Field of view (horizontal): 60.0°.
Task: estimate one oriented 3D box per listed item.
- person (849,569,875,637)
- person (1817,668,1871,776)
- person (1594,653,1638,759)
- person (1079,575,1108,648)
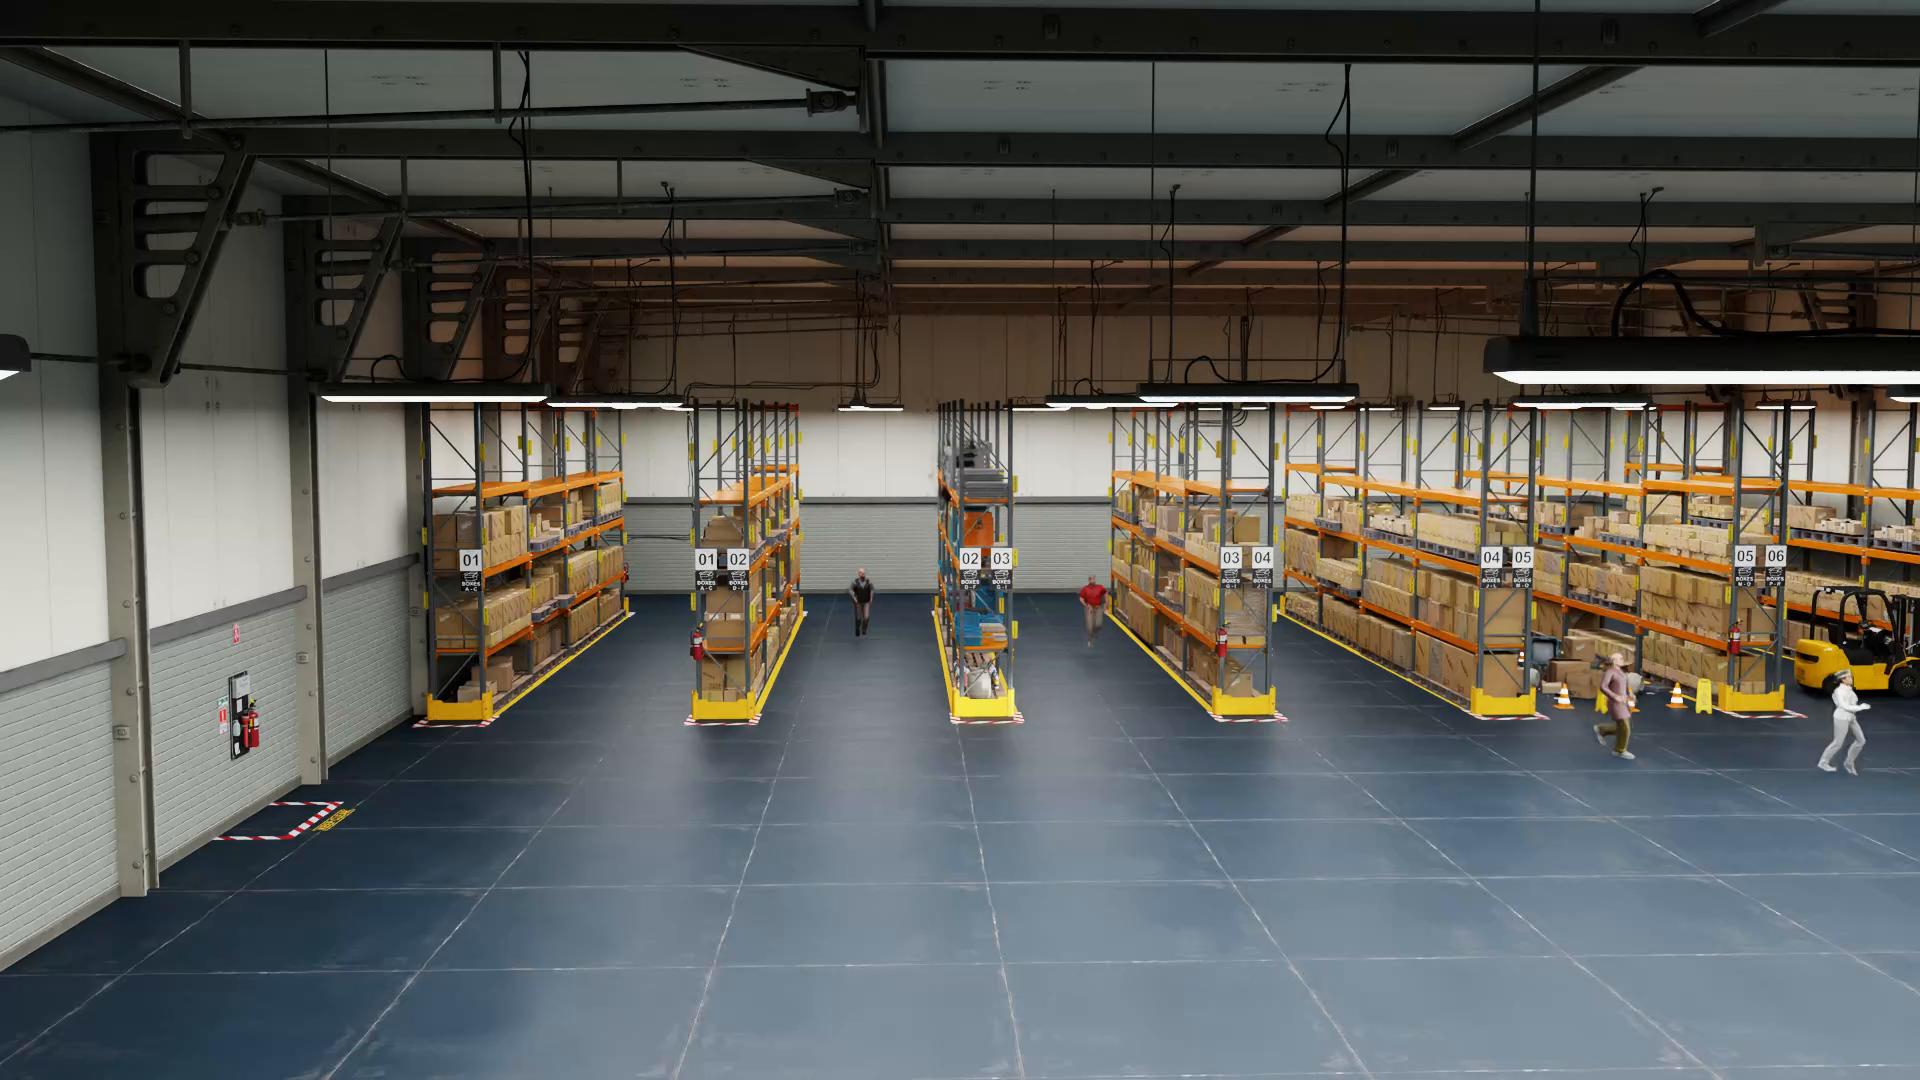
[{"bbox_3d":[-2.394,1.558,40.925,0.657,1.686,0.576,-1,4,-11],"label":"person"},{"bbox_3d":[14.011,2.889,26.320,0.715,1.738,0.595,4,6,44],"label":"person"},{"bbox_3d":[10.938,2.754,27.813,0.738,1.746,0.712,4,6,44],"label":"person"},{"bbox_3d":[3.118,1.662,38.714,0.690,1.705,0.635,0,4,0],"label":"person"}]
